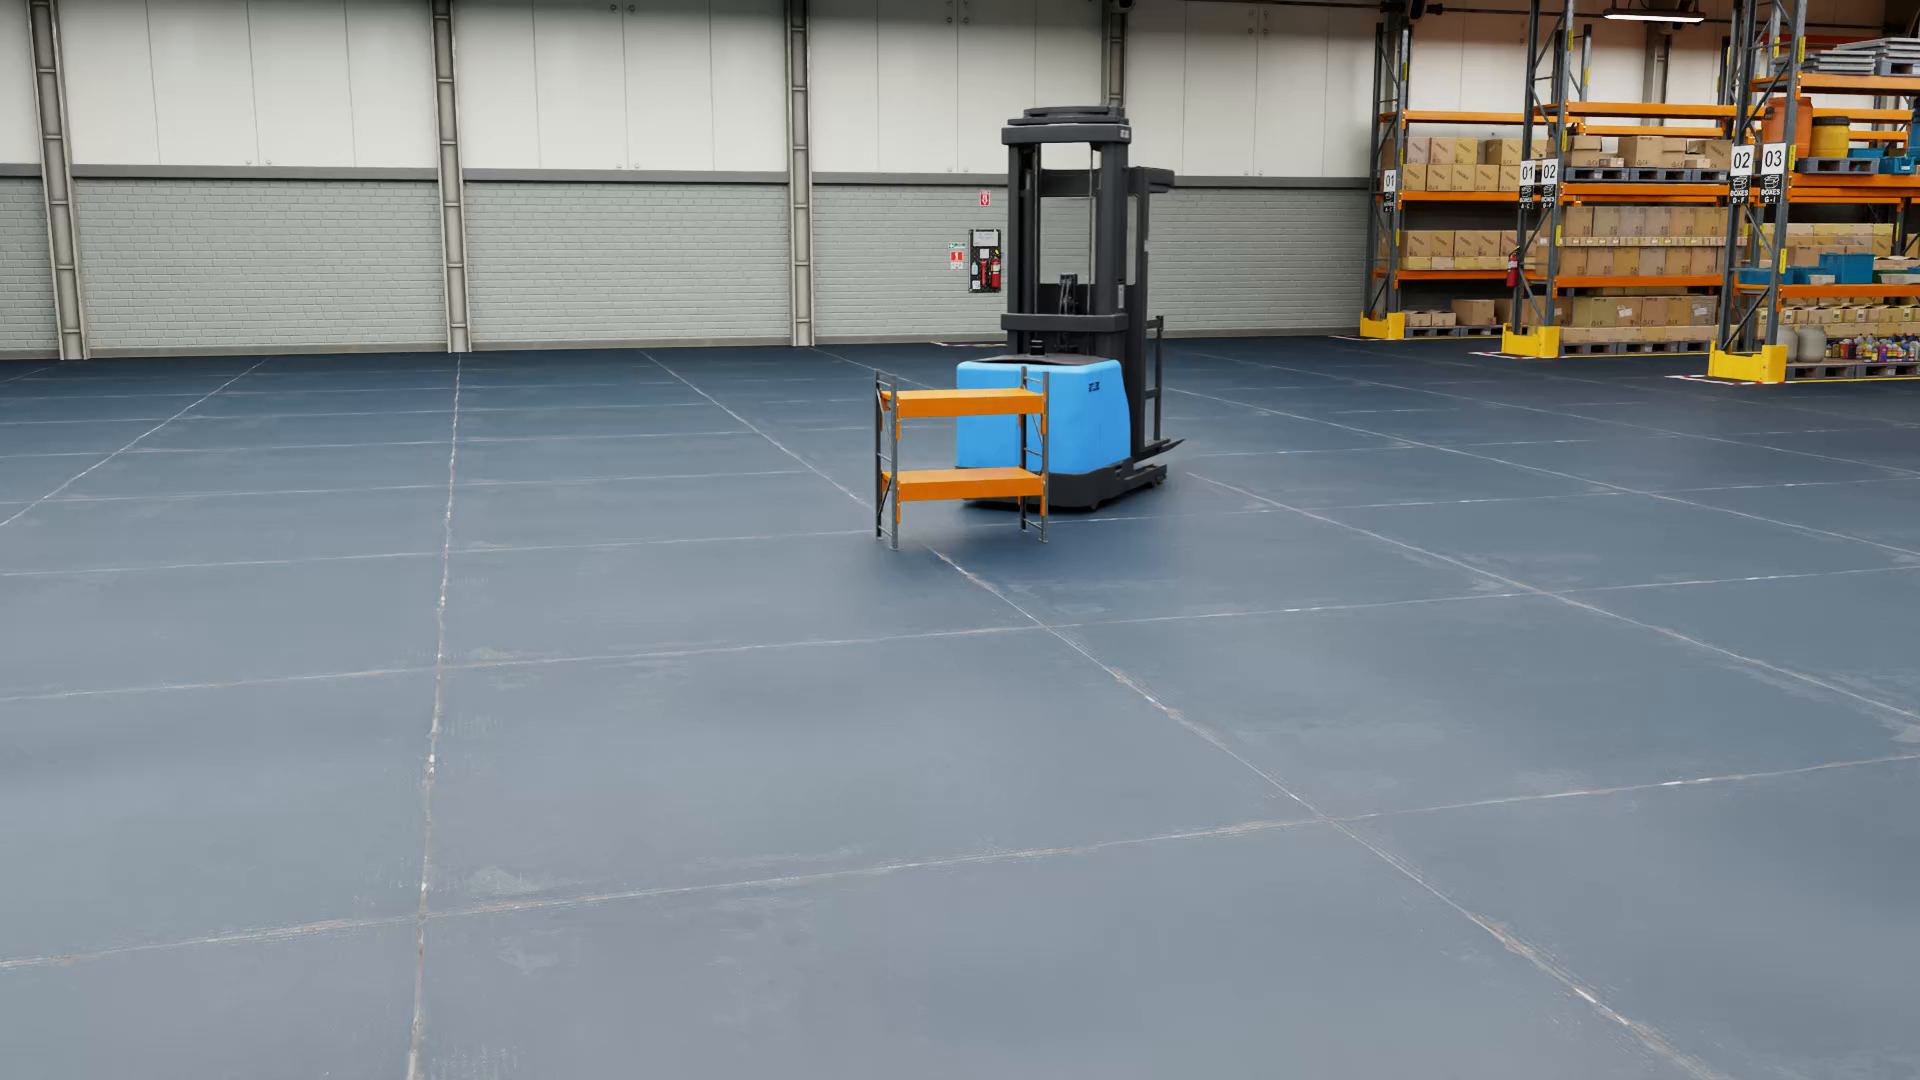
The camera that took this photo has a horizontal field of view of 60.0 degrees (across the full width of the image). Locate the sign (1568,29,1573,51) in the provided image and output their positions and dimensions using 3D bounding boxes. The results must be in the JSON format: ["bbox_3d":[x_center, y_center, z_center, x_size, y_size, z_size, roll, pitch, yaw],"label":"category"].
[{"bbox_3d":[9.750,-7.985,26.549,0.005,0.325,0.100,-3,11,-16],"label":"sign"}]

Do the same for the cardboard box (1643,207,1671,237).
[{"bbox_3d":[11.571,-5.384,28.148,0.500,0.500,0.700,-3,11,-16],"label":"cardboard box"}]

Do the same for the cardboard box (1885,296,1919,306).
[{"bbox_3d":[20.481,-5.060,35.989,0.500,0.500,0.700,-3,11,-15],"label":"cardboard box"}]

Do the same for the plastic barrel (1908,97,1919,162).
[{"bbox_3d":[13.837,-5.832,23.611,0.708,0.901,0.600,-3,11,-16],"label":"plastic barrel"}]

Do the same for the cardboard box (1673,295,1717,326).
[{"bbox_3d":[12.574,-3.935,28.499,0.500,0.500,0.500,-3,11,-16],"label":"cardboard box"}]

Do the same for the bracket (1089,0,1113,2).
[{"bbox_3d":[2.583,-9.975,30.435,0.430,0.232,0.235,-3,11,-16],"label":"bracket"}]

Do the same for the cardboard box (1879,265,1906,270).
[{"bbox_3d":[16.496,-4.782,29.431,0.250,0.149,0.380,-3,11,-16],"label":"cardboard box"}]

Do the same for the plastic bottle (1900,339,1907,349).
[{"bbox_3d":[13.826,-2.813,24.362,0.097,0.271,0.097,0,10,0],"label":"plastic bottle"}]

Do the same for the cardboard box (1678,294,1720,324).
[{"bbox_3d":[12.909,-4.051,29.128,0.500,0.500,0.500,-3,11,-16],"label":"cardboard box"}]

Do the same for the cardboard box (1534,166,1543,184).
[{"bbox_3d":[11.148,-7.100,32.712,0.500,0.500,0.500,-4,11,-21],"label":"cardboard box"}]

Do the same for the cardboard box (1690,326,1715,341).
[{"bbox_3d":[12.574,-3.566,28.566,0.500,0.250,0.500,-3,11,-16],"label":"cardboard box"}]

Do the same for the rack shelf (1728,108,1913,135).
[{"bbox_3d":[15.362,-7.298,28.925,4.000,0.370,1.077,-3,11,-16],"label":"rack shelf"}]

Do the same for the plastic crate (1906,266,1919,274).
[{"bbox_3d":[13.835,-3.759,23.591,0.616,0.251,0.499,-3,11,-16],"label":"plastic crate"}]

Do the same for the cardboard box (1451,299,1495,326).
[{"bbox_3d":[10.168,-4.519,32.997,0.500,0.500,0.700,-4,11,-20],"label":"cardboard box"}]

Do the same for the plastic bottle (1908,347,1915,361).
[{"bbox_3d":[13.527,-2.648,23.662,0.097,0.201,0.097,0,10,0],"label":"plastic bottle"}]

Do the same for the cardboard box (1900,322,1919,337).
[{"bbox_3d":[16.845,-3.784,29.752,0.500,0.250,0.500,-3,11,-15],"label":"cardboard box"}]

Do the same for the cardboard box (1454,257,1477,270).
[{"bbox_3d":[9.755,-5.414,32.530,0.500,0.250,0.500,-3,11,-17],"label":"cardboard box"}]

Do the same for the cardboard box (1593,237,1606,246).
[{"bbox_3d":[10.530,-4.971,27.696,0.250,0.149,0.380,-3,11,-16],"label":"cardboard box"}]

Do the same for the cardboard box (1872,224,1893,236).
[{"bbox_3d":[19.357,-6.568,35.217,0.500,0.250,0.500,-3,11,-15],"label":"cardboard box"}]

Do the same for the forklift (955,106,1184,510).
[{"bbox_3d":[1.033,-1.888,13.205,1.130,2.935,3.031,5,11,24],"label":"forklift"}]

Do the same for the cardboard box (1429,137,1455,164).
[{"bbox_3d":[9.146,-7.475,31.987,0.500,0.500,0.500,-3,11,-17],"label":"cardboard box"}]

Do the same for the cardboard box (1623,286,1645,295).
[{"bbox_3d":[13.676,-5.103,34.101,0.500,0.250,0.500,-3,11,-18],"label":"cardboard box"}]

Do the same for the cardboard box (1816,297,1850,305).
[{"bbox_3d":[18.294,-5.111,35.300,0.750,0.750,0.750,-3,11,-14],"label":"cardboard box"}]

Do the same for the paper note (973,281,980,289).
[{"bbox_3d":[0.309,-4.789,31.207,0.142,0.148,0.016,-3,11,-16],"label":"paper note"}]

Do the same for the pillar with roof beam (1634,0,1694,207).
[{"bbox_3d":[15.607,-8.147,30.444,0.548,9.000,9.100,-3,11,-16],"label":"pillar with roof beam"}]

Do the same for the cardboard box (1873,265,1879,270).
[{"bbox_3d":[16.073,-4.801,29.535,0.250,0.149,0.380,-2,11,-12],"label":"cardboard box"}]

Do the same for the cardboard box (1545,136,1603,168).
[{"bbox_3d":[10.154,-6.424,27.539,0.637,0.503,0.797,-2,11,-12],"label":"cardboard box"}]

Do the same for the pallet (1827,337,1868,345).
[{"bbox_3d":[15.311,-3.532,29.647,1.213,0.211,1.003,-3,11,-16],"label":"pallet"}]

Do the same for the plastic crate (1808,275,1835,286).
[{"bbox_3d":[11.931,-3.593,23.005,0.250,0.136,0.298,-3,11,-16],"label":"plastic crate"}]

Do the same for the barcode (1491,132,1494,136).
[{"bbox_3d":[10.598,-8.071,33.074,0.075,0.075,0.001,-3,11,-16],"label":"barcode"}]

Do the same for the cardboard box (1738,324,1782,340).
[{"bbox_3d":[13.898,-3.628,28.904,0.500,0.250,0.500,-3,11,-17],"label":"cardboard box"}]

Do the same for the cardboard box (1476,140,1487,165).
[{"bbox_3d":[10.039,-7.623,32.792,0.500,0.500,0.500,-3,11,-16],"label":"cardboard box"}]

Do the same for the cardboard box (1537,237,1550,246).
[{"bbox_3d":[9.914,-5.015,27.934,0.250,0.149,0.380,-3,11,-17],"label":"cardboard box"}]

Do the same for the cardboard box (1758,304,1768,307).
[{"bbox_3d":[14.248,-4.024,29.508,0.500,0.311,0.500,-3,11,-14],"label":"cardboard box"}]

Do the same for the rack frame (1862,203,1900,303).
[{"bbox_3d":[19.734,-6.062,35.692,0.127,3.000,1.000,-3,11,-16],"label":"rack frame"}]

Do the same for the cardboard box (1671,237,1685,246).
[{"bbox_3d":[12.021,-5.050,28.124,0.250,0.149,0.380,-3,11,-14],"label":"cardboard box"}]

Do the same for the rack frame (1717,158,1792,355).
[{"bbox_3d":[10.982,-3.733,23.039,0.127,3.000,1.000,-3,11,-16],"label":"rack frame"}]

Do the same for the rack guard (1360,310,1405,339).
[{"bbox_3d":[8.286,-4.230,32.641,0.348,0.500,1.175,-3,11,-16],"label":"rack guard"}]

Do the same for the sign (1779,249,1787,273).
[{"bbox_3d":[11.131,-3.773,22.493,0.005,0.325,0.100,-3,11,-16],"label":"sign"}]

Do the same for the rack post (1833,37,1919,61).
[{"bbox_3d":[12.833,-6.750,23.065,0.954,0.300,0.937,-3,11,-17],"label":"rack post"}]

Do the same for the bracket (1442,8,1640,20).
[{"bbox_3d":[11.614,-10.451,33.021,4.783,0.066,0.076,-3,11,-16],"label":"bracket"}]

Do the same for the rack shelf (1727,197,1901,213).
[{"bbox_3d":[17.814,-7.083,34.936,4.000,0.370,1.077,-3,11,-16],"label":"rack shelf"}]

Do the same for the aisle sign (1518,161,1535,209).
[{"bbox_3d":[9.456,-5.920,27.741,0.004,0.787,0.394,-3,11,-16],"label":"aisle sign"}]

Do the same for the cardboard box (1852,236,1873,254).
[{"bbox_3d":[18.874,-6.173,35.140,0.500,0.500,0.500,-3,11,-15],"label":"cardboard box"}]

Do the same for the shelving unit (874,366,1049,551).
[{"bbox_3d":[0.006,-0.554,10.947,1.048,1.125,0.538,-3,11,-16],"label":"shelving unit"}]

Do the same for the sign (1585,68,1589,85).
[{"bbox_3d":[12.187,-9.011,32.341,0.005,0.325,0.100,-3,11,-16],"label":"sign"}]

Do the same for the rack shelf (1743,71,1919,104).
[{"bbox_3d":[12.902,-6.234,23.147,4.000,0.370,1.077,-3,11,-16],"label":"rack shelf"}]

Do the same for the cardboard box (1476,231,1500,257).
[{"bbox_3d":[10.222,-5.808,32.601,0.500,0.500,0.500,-3,11,-14],"label":"cardboard box"}]

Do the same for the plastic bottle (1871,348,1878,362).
[{"bbox_3d":[12.909,-2.616,23.485,0.097,0.201,0.097,0,10,0],"label":"plastic bottle"}]

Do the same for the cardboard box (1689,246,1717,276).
[{"bbox_3d":[12.512,-4.794,28.529,0.500,0.500,0.700,-3,11,-17],"label":"cardboard box"}]

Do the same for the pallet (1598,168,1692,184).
[{"bbox_3d":[11.460,-6.120,27.962,1.213,0.211,1.003,-3,11,-16],"label":"pallet"}]

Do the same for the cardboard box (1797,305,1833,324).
[{"bbox_3d":[14.886,-3.955,29.131,0.500,0.311,0.500,-3,11,-18],"label":"cardboard box"}]

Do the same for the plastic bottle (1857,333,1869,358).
[{"bbox_3d":[13.163,-2.840,24.288,0.185,0.351,0.144,-3,11,-14],"label":"plastic bottle"}]

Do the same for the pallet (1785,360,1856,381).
[{"bbox_3d":[11.823,-2.414,23.575,1.213,0.211,1.003,-3,11,-16],"label":"pallet"}]
